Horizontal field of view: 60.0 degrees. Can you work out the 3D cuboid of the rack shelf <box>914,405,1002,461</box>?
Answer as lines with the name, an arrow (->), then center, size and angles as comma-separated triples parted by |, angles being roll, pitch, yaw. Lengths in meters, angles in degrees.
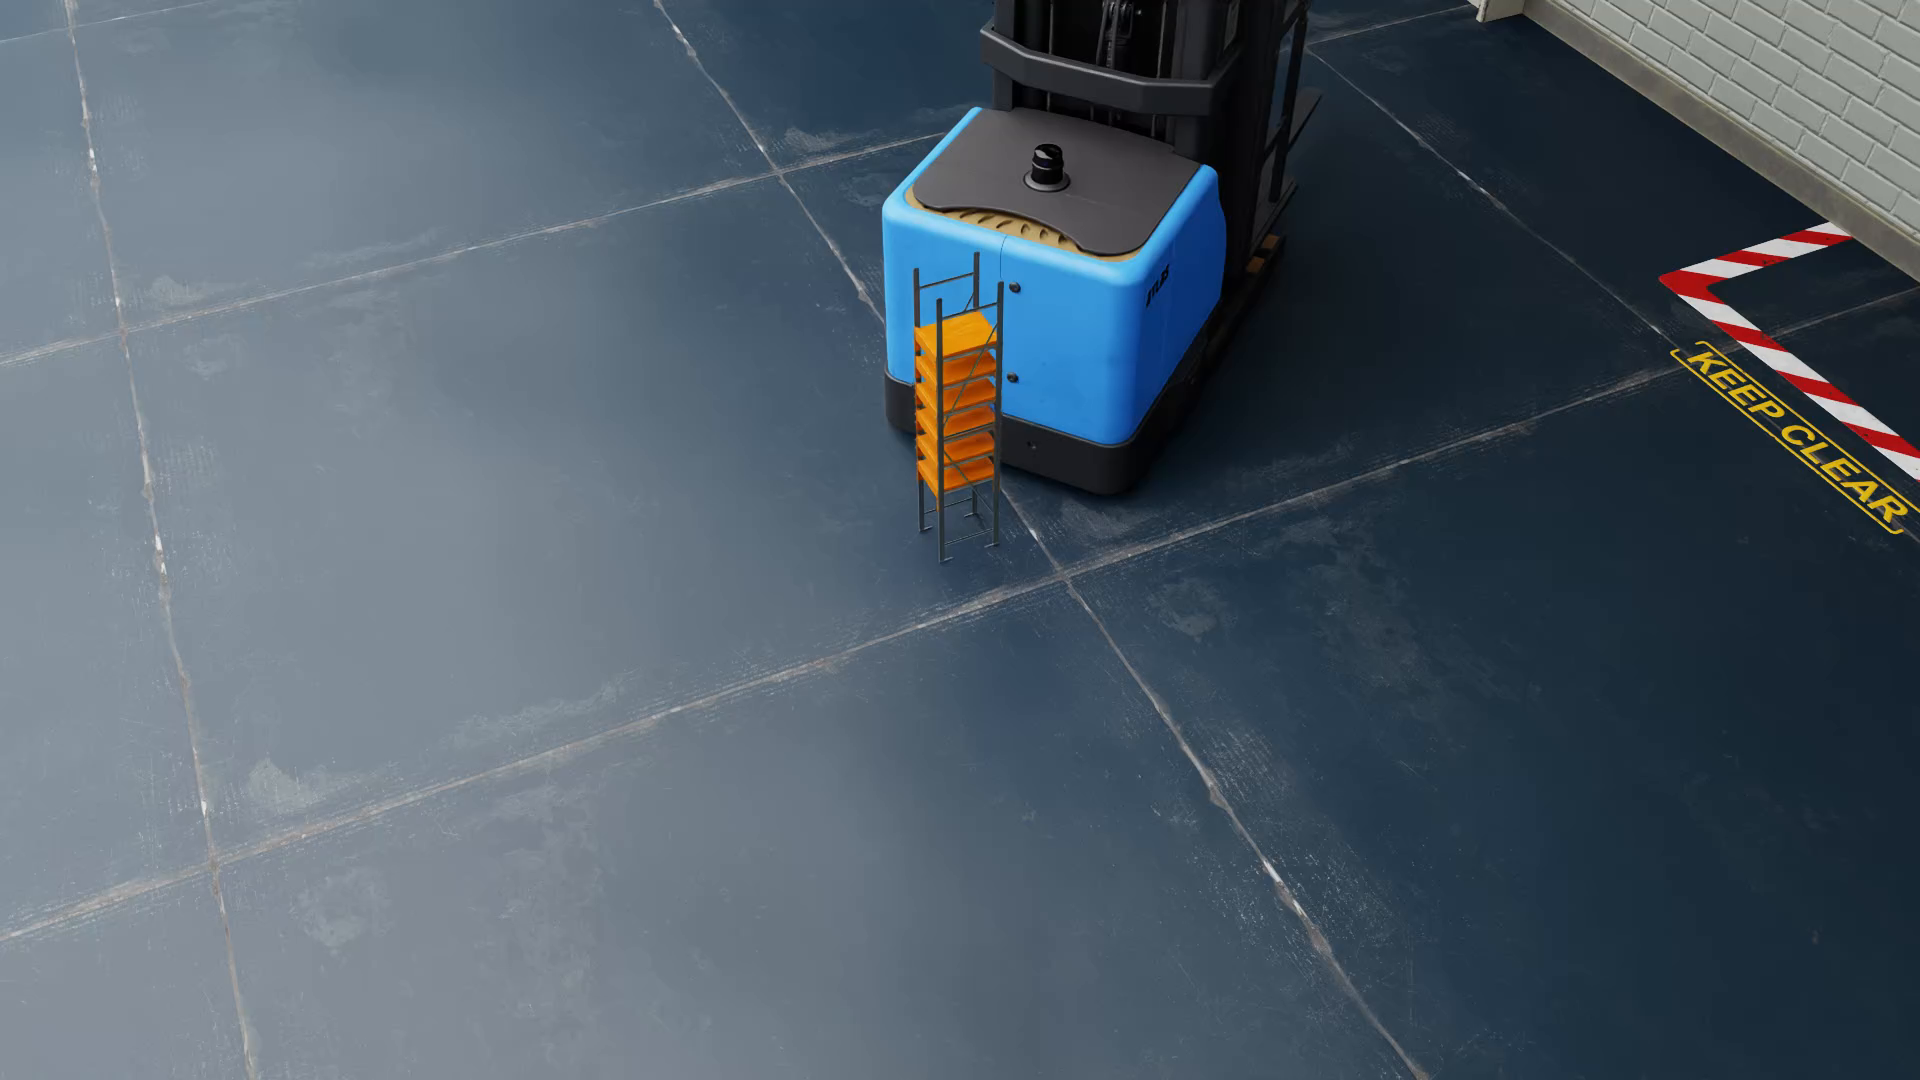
rack shelf -> -0.006, -0.405, 5.869 | 0.258, 0.103, 0.180 | -18, 47, -17

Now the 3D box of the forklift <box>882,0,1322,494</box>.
forklift -> 0.808, -2.255, 6.449 | 1.130, 2.935, 3.031 | 19, 48, 18

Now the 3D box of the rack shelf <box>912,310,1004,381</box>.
rack shelf -> -0.006, -0.661, 5.616 | 0.258, 0.103, 0.180 | -18, 47, -17

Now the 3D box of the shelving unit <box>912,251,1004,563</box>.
shelving unit -> -0.006, -0.436, 5.838 | 0.258, 1.200, 0.189 | -18, 47, -17

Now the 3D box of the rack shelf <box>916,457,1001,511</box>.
rack shelf -> -0.006, -0.234, 6.038 | 0.258, 0.103, 0.180 | -18, 47, -17

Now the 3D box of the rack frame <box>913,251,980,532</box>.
rack frame -> -0.045, -0.495, 5.897 | 0.240, 1.200, 0.006 | -18, 47, -17

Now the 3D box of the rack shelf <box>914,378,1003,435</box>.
rack shelf -> -0.006, -0.490, 5.785 | 0.258, 0.103, 0.180 | -18, 47, -17

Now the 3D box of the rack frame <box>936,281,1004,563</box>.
rack frame -> 0.032, -0.378, 5.779 | 0.240, 1.200, 0.006 | -18, 47, -17

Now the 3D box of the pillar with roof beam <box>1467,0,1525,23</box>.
pillar with roof beam -> -0.986, -4.942, 4.851 | 9.100, 9.000, 0.400 | -18, 47, -17

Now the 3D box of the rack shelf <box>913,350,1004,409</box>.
rack shelf -> -0.006, -0.576, 5.701 | 0.258, 0.103, 0.180 | -18, 47, -17

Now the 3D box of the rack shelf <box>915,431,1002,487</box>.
rack shelf -> -0.006, -0.319, 5.953 | 0.258, 0.103, 0.180 | -18, 47, -17
